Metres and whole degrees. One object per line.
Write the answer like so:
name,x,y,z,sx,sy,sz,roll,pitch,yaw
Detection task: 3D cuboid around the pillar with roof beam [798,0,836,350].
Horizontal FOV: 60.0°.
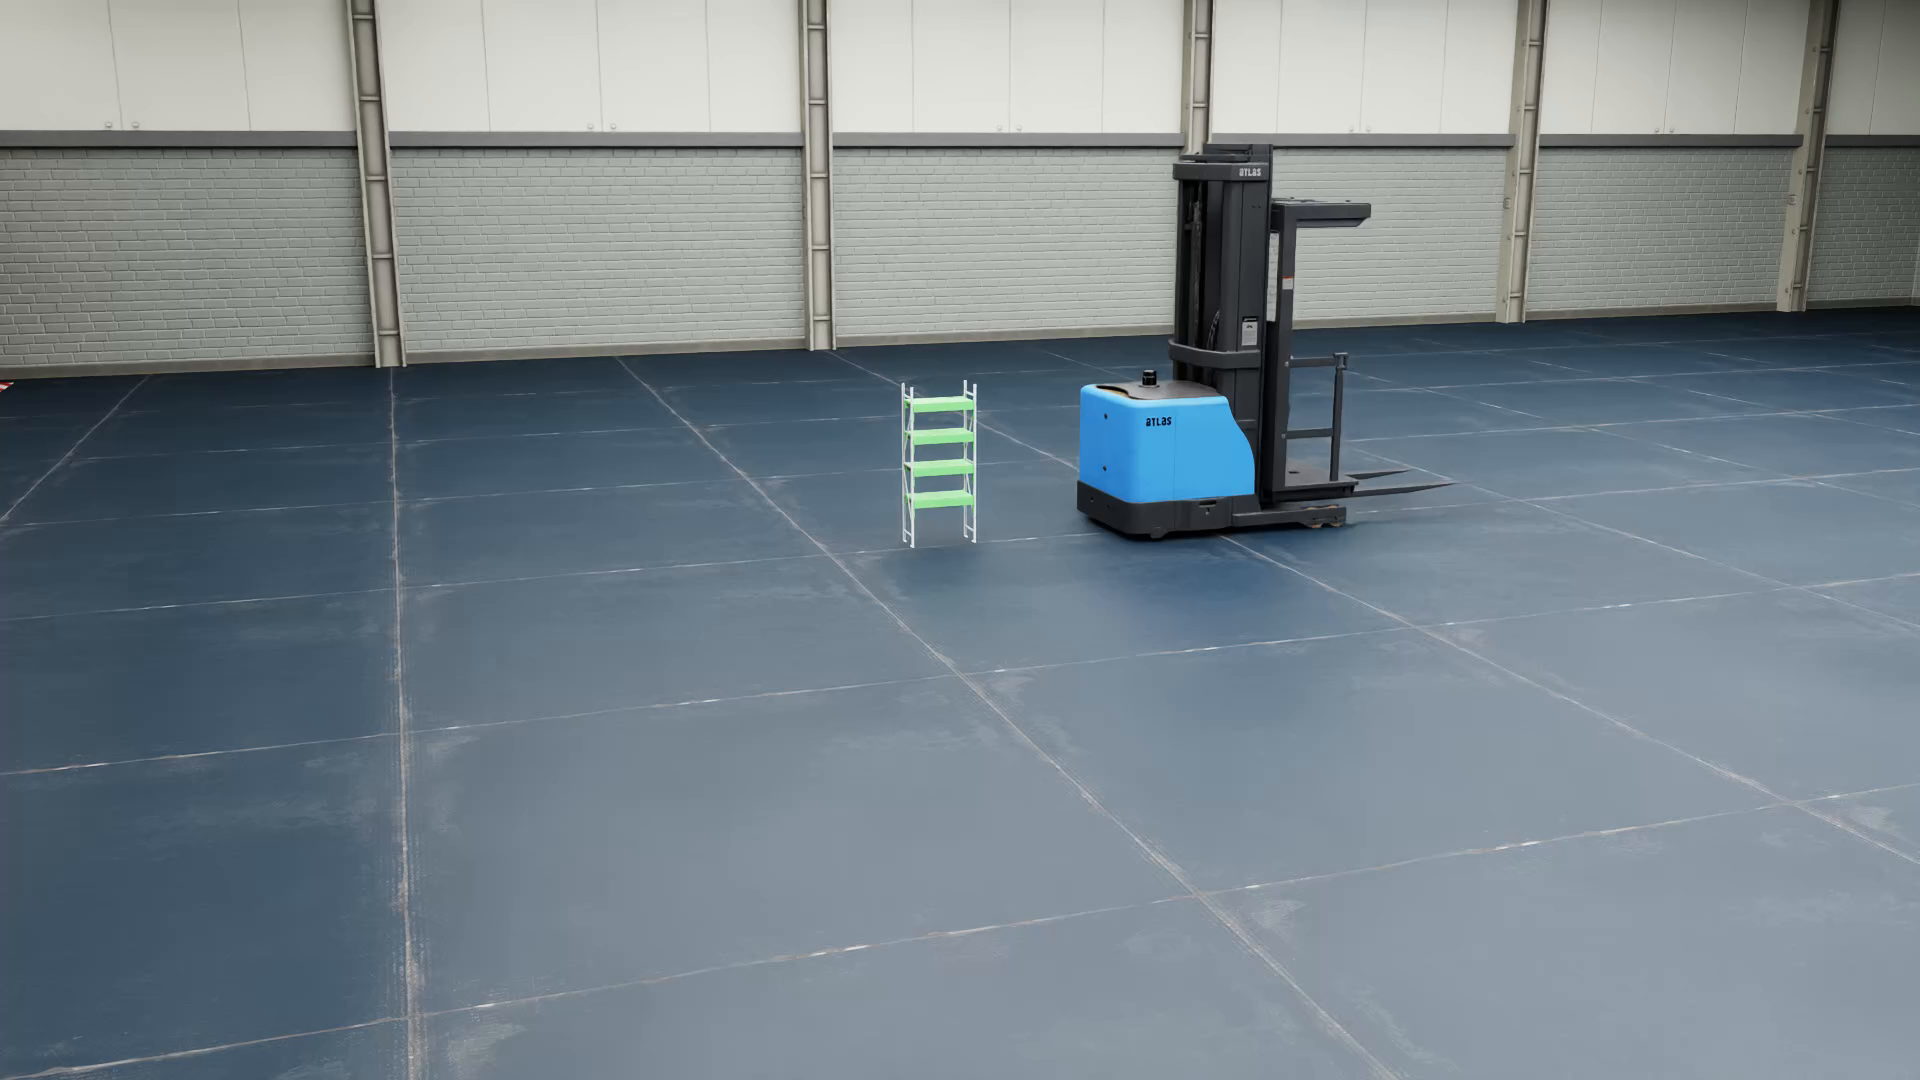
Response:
pillar with roof beam,-0.677,-6.249,19.467,0.400,9.000,9.100,-4,14,-18

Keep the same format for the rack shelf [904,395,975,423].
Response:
rack shelf,-0.157,-0.976,12.356,0.480,0.148,0.258,-4,14,-18

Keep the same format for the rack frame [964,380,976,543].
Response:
rack frame,0.074,-0.590,12.528,0.015,1.200,0.240,-4,14,-18

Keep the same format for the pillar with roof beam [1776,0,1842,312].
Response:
pillar with roof beam,16.383,-7.577,25.052,0.400,9.000,9.100,-4,14,-18

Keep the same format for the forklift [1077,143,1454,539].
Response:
forklift,2.512,-1.625,13.141,3.031,2.935,1.130,-5,14,-19

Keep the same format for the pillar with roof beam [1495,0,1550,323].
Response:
pillar with roof beam,10.697,-7.135,23.191,0.400,9.000,9.100,-4,14,-18

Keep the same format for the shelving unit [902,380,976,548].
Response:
shelving unit,-0.157,-0.571,12.453,0.503,1.200,0.258,-4,14,-18

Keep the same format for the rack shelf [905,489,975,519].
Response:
rack shelf,-0.157,-0.276,12.523,0.480,0.148,0.258,-4,14,-18

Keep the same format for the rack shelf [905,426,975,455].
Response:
rack shelf,-0.157,-0.743,12.412,0.480,0.148,0.258,-4,14,-18

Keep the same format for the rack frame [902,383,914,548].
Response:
rack frame,-0.388,-0.553,12.377,0.015,1.200,0.240,-4,14,-18

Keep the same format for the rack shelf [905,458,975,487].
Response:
rack shelf,-0.157,-0.509,12.467,0.480,0.148,0.258,-4,14,-18
